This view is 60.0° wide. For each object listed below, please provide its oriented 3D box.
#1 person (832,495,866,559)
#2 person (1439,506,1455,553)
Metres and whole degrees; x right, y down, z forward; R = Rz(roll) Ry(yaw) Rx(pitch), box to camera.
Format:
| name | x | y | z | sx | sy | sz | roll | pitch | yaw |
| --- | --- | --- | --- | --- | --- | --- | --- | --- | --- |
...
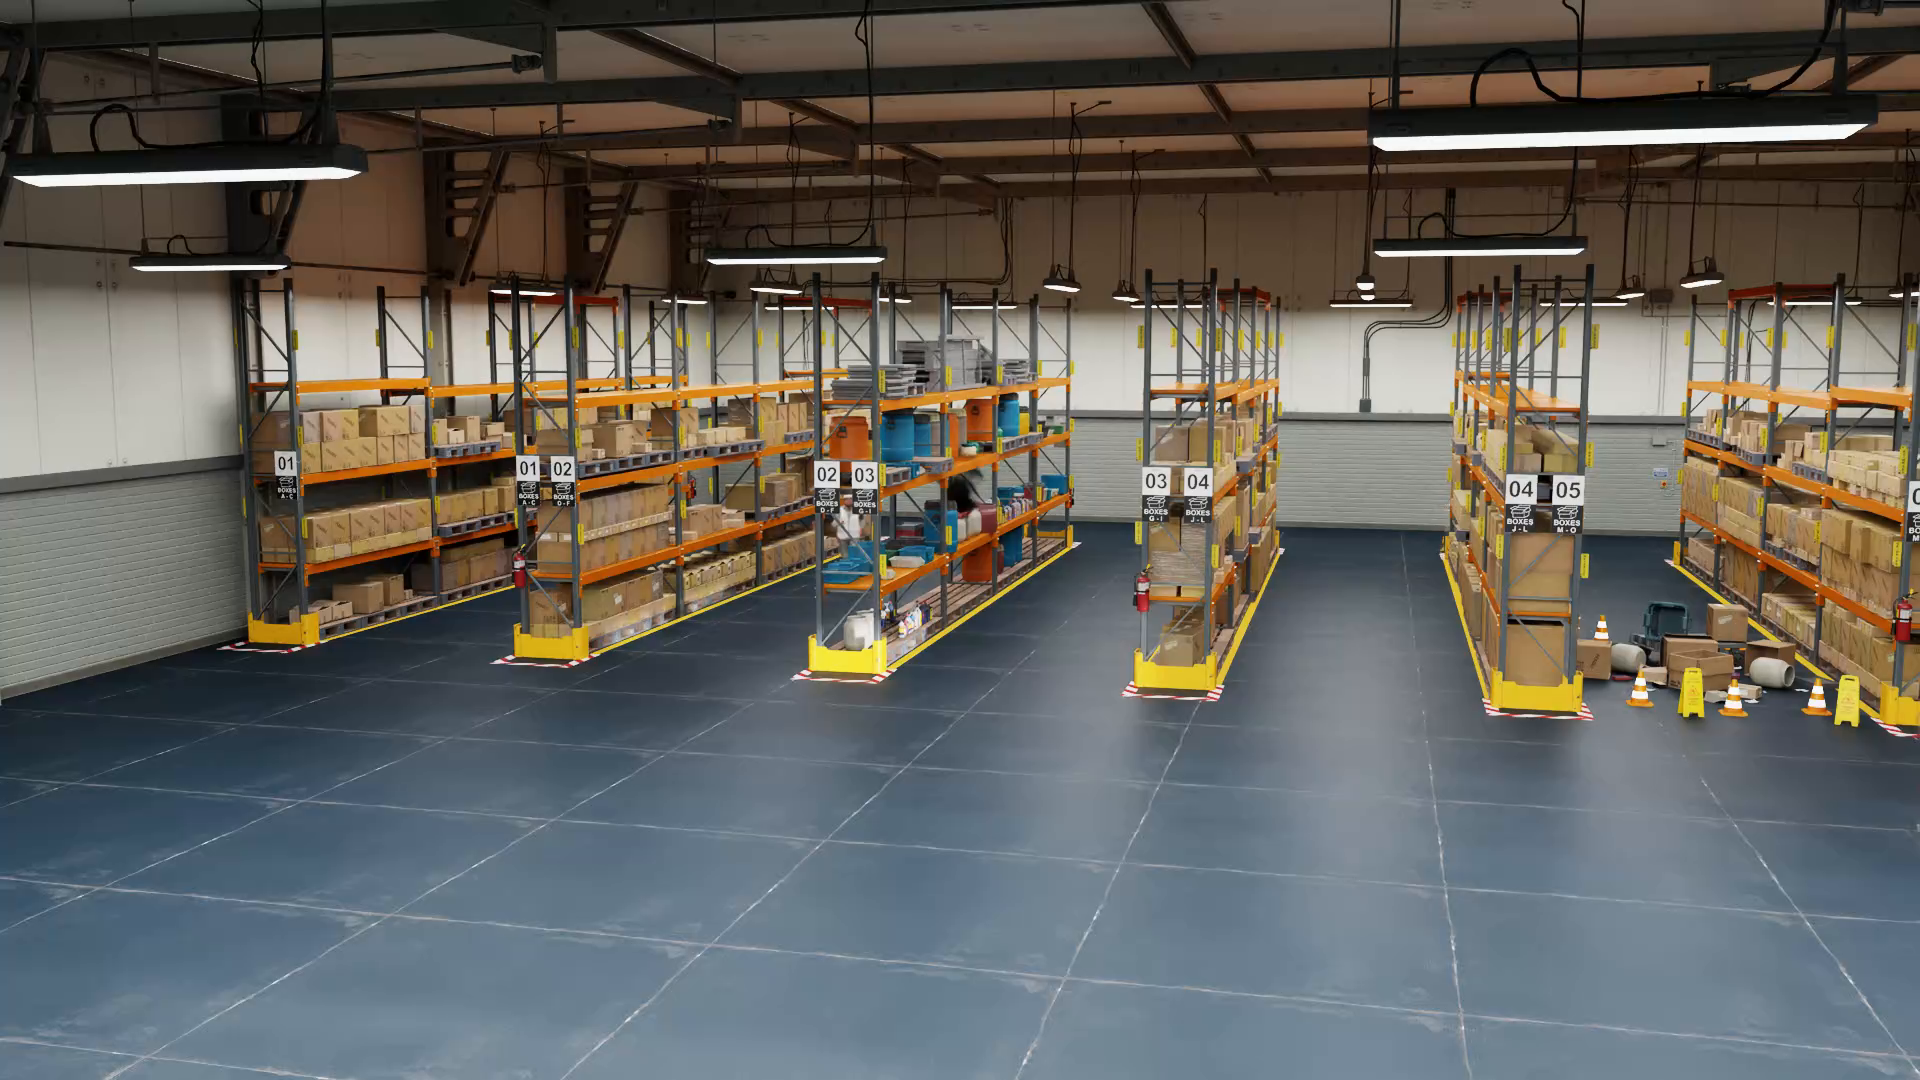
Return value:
| name | x | y | z | sx | sy | sz | roll | pitch | yaw |
| --- | --- | --- | --- | --- | --- | --- | --- | --- | --- |
| person | -2.136 | -0.010 | 31.948 | 0.661 | 1.821 | 0.840 | 0 | 7 | -1 |
| person | 11.746 | -0.532 | 39.264 | 0.777 | 1.722 | 0.675 | 0 | 7 | 0 |
